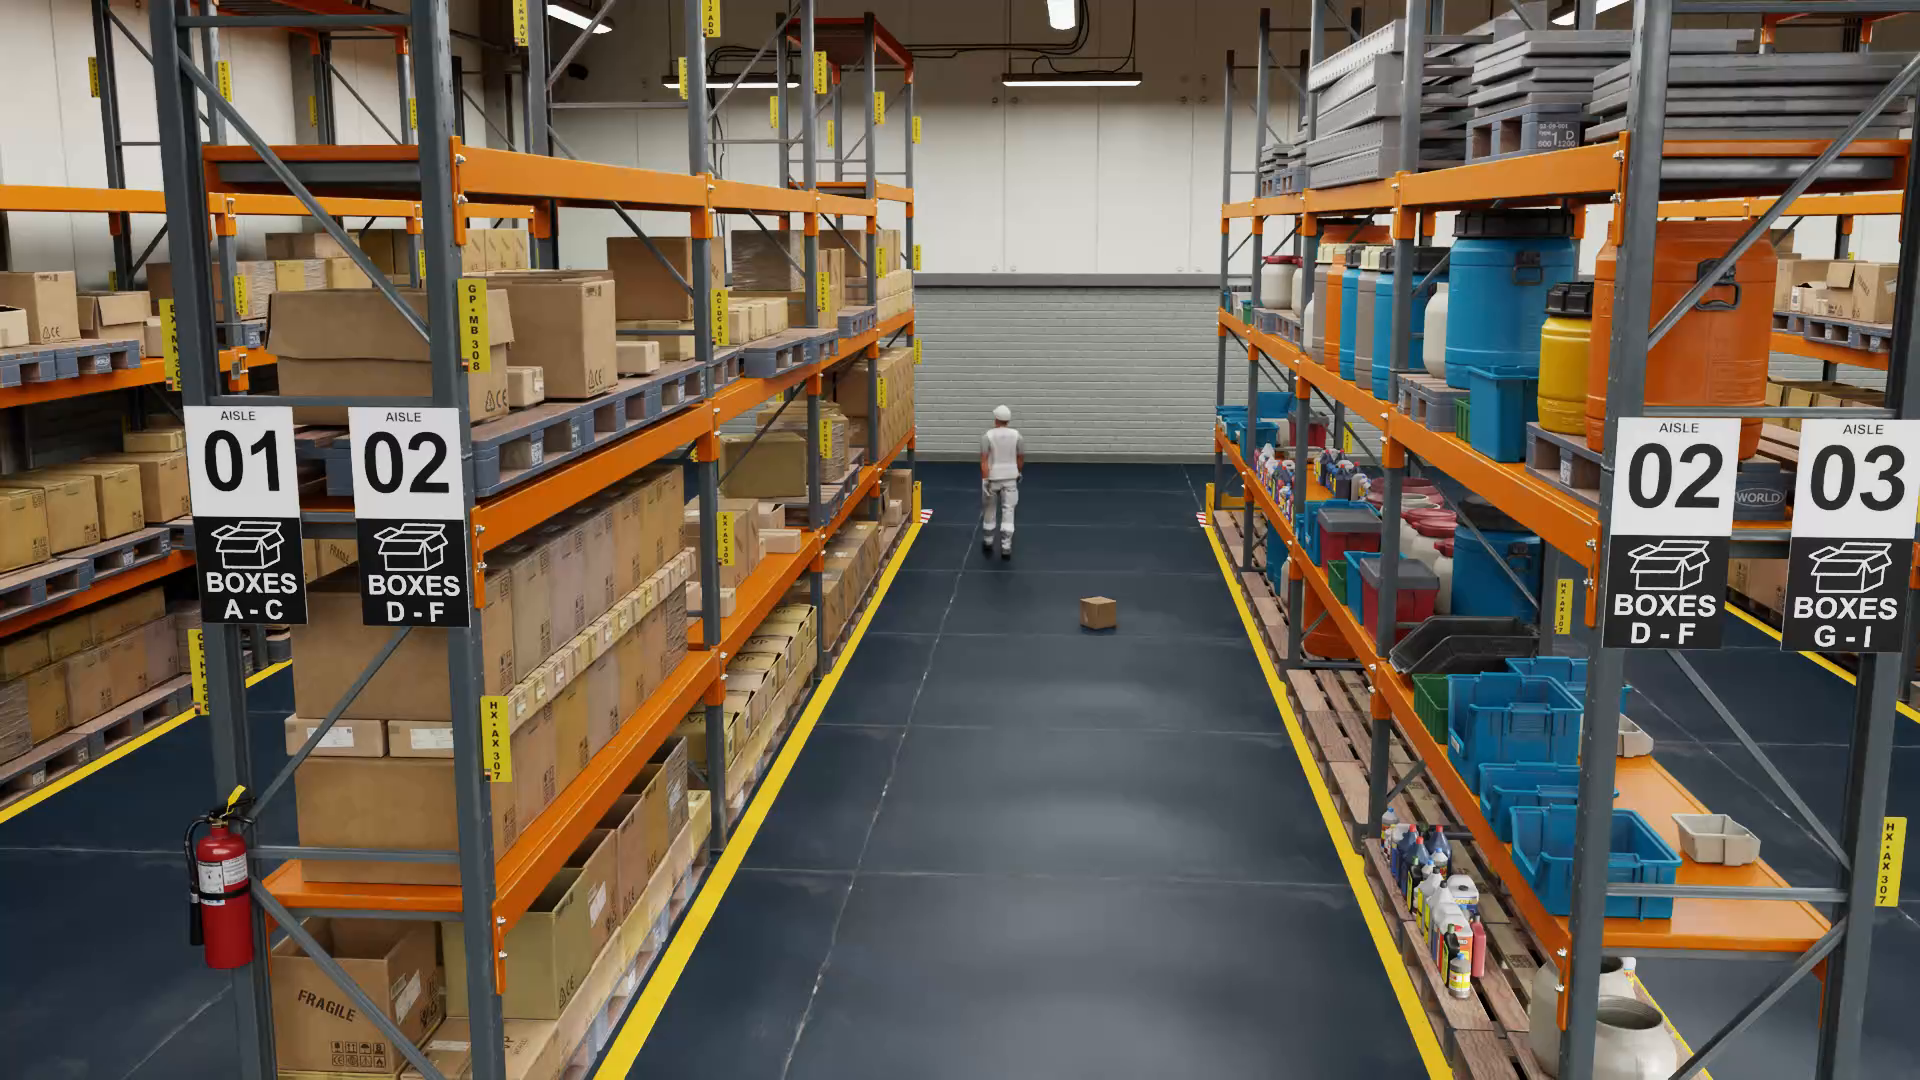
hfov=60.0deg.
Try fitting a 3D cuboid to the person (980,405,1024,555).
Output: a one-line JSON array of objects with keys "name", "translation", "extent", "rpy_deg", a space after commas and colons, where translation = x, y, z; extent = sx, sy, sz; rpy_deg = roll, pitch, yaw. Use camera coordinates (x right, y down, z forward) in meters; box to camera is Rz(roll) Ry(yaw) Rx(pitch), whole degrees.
[{"name": "person", "translation": [0.490, -0.753, 19.776], "extent": [0.528, 1.731, 0.977], "rpy_deg": [0, 11, -2]}]
